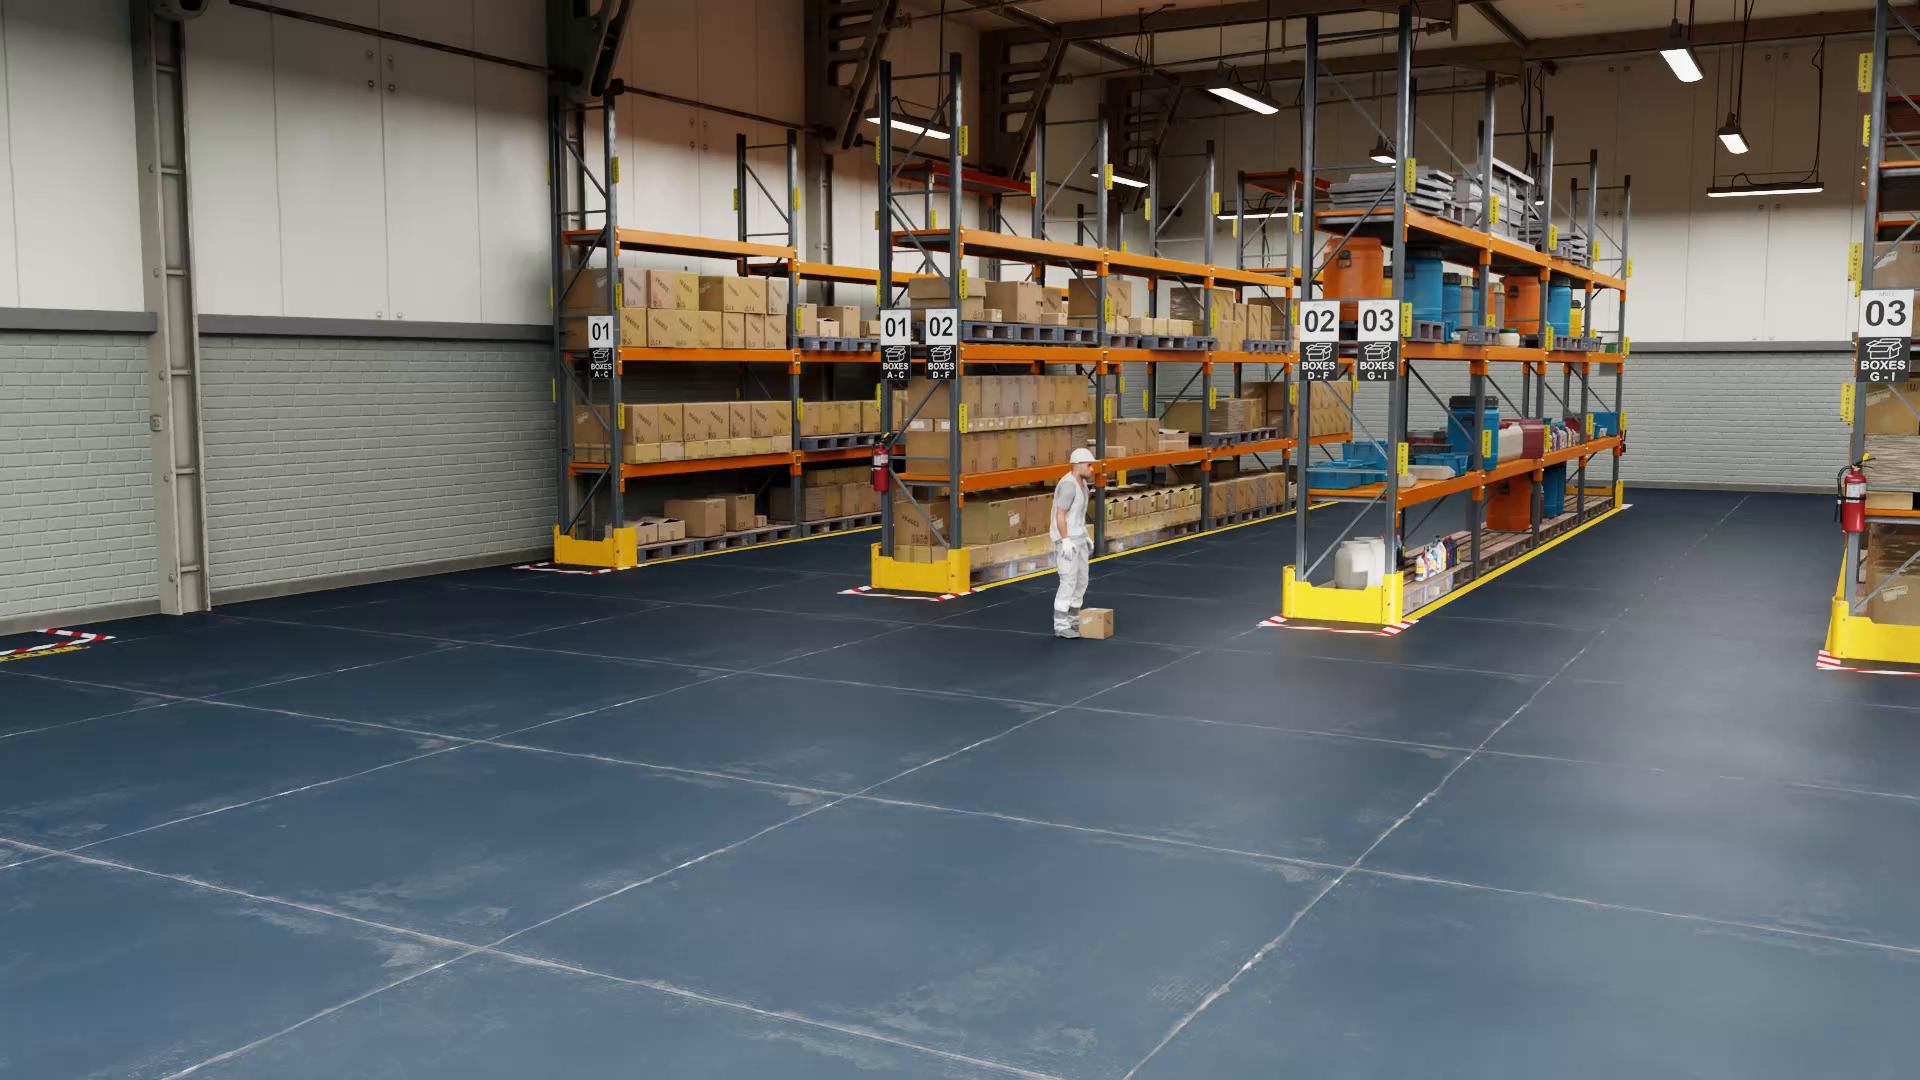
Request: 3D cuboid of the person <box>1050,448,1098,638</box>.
[{"bbox_3d":[1.095,0.019,15.811,0.446,1.780,0.623,3,7,26],"label":"person"}]
